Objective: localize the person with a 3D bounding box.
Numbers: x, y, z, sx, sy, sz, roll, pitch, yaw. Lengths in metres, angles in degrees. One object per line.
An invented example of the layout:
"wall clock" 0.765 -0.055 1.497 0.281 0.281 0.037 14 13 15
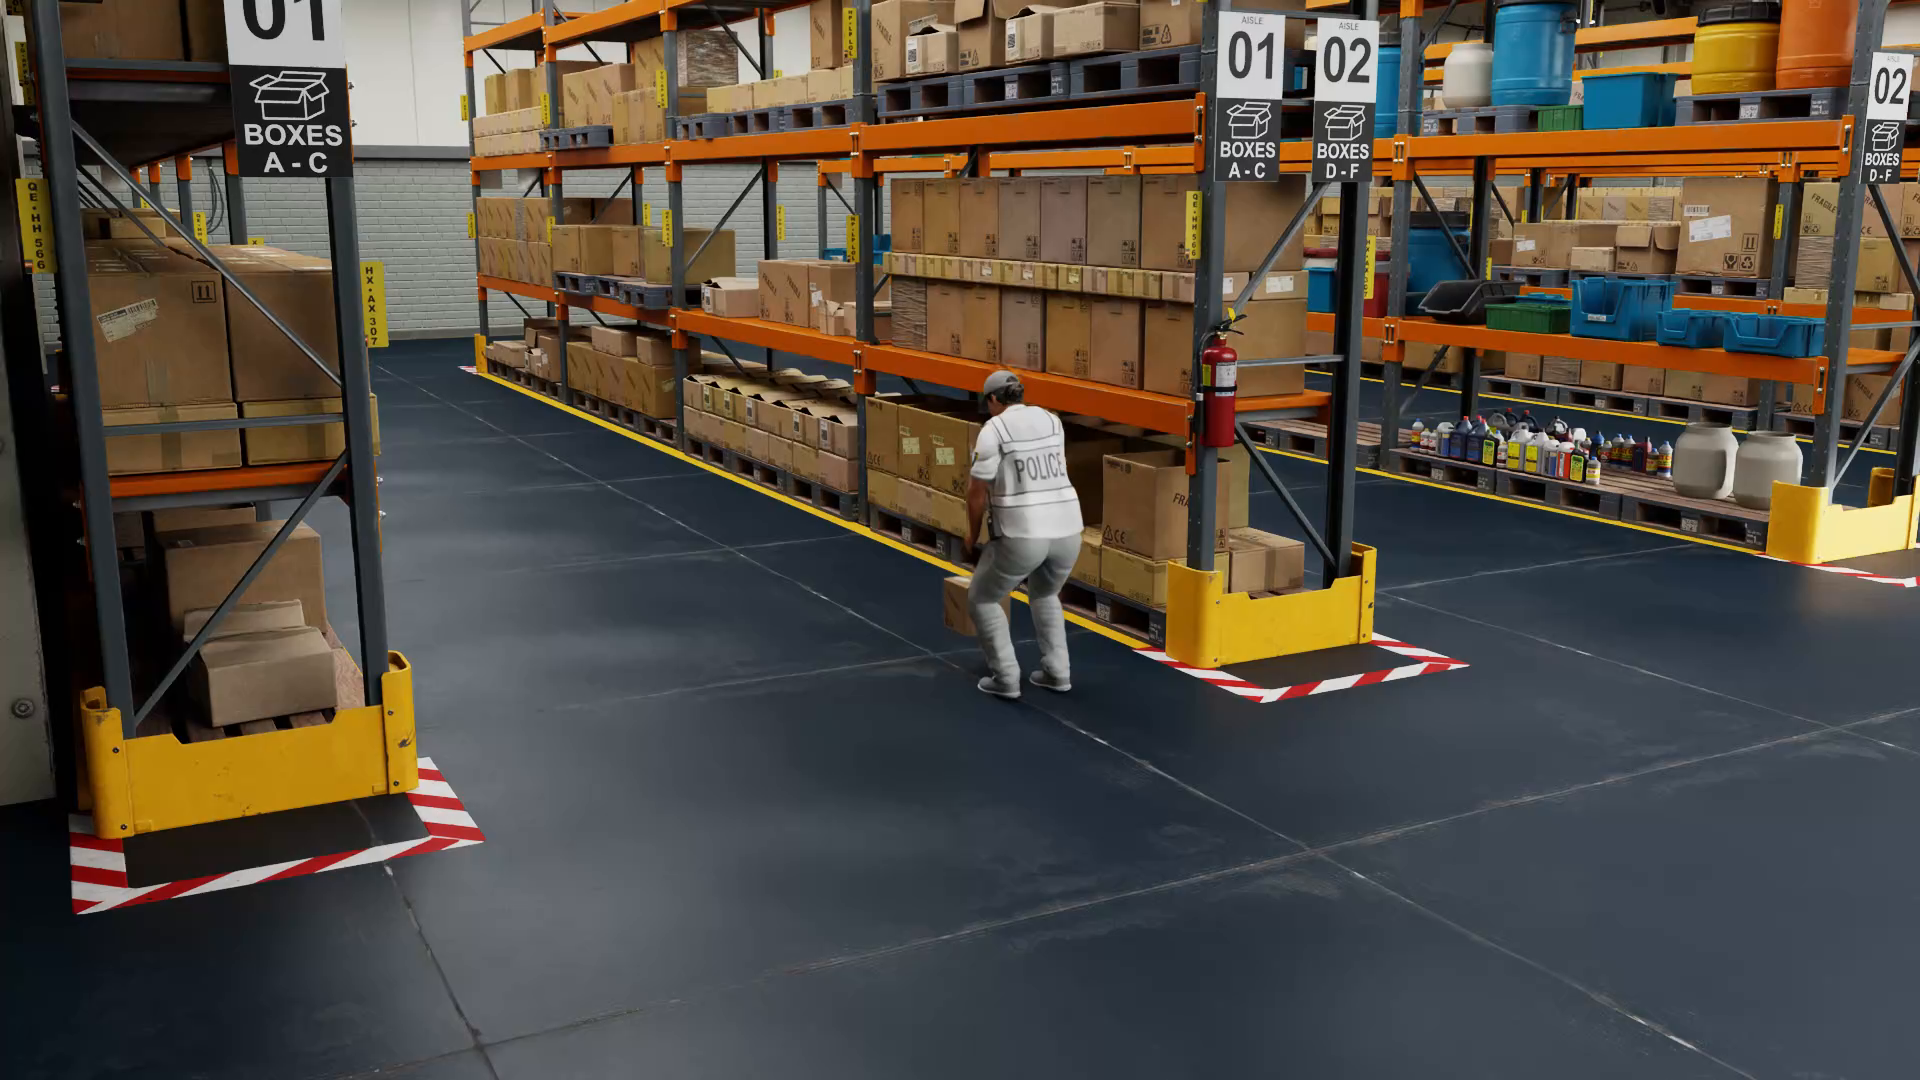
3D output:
"person" 0.279 -0.020 7.882 0.519 1.541 0.591 -6 13 -27
